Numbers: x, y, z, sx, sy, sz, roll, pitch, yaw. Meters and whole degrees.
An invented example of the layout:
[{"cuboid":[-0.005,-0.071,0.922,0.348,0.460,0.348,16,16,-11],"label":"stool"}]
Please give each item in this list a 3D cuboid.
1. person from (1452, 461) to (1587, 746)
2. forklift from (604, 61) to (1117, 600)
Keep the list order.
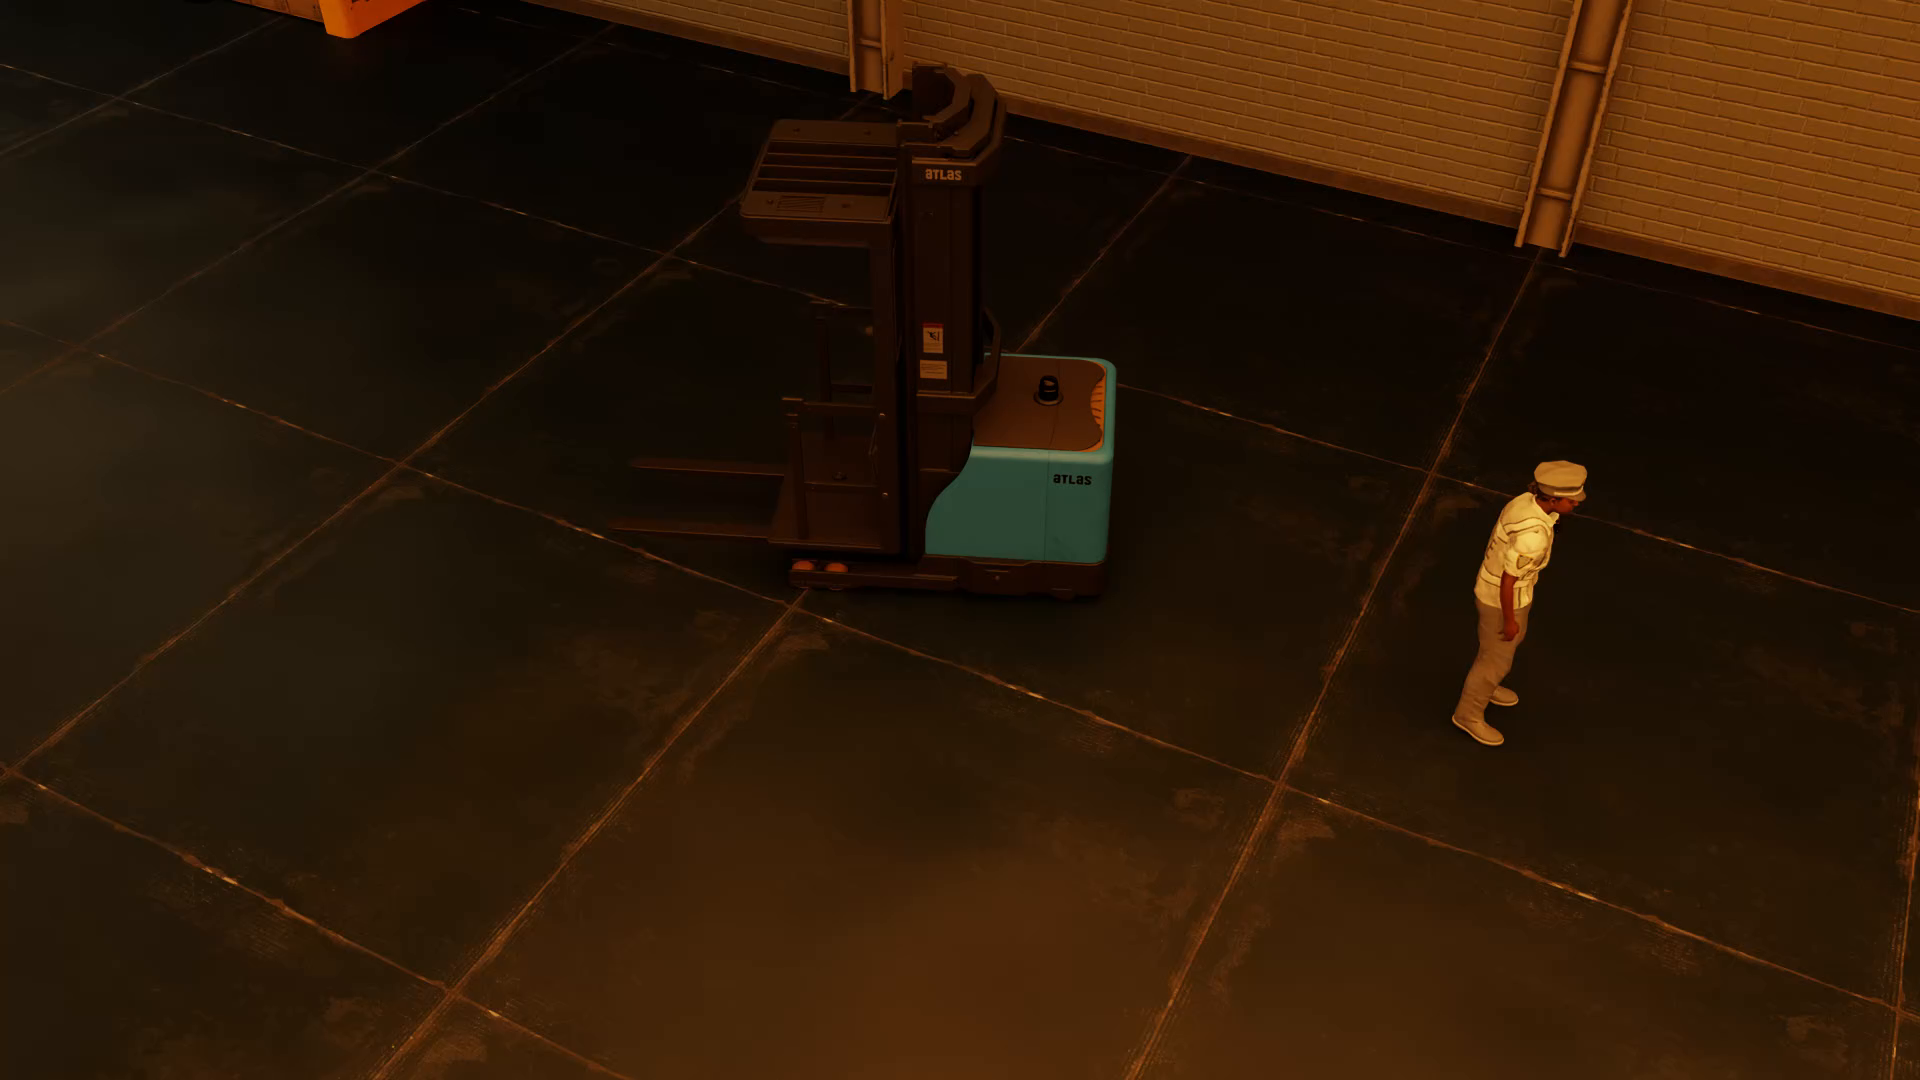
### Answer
[{"cuboid":[2.869,0.295,8.622,0.392,1.663,0.529,17,43,20],"label":"person"},{"cuboid":[-0.606,-1.157,9.360,3.031,2.935,1.130,3,40,4],"label":"forklift"}]
